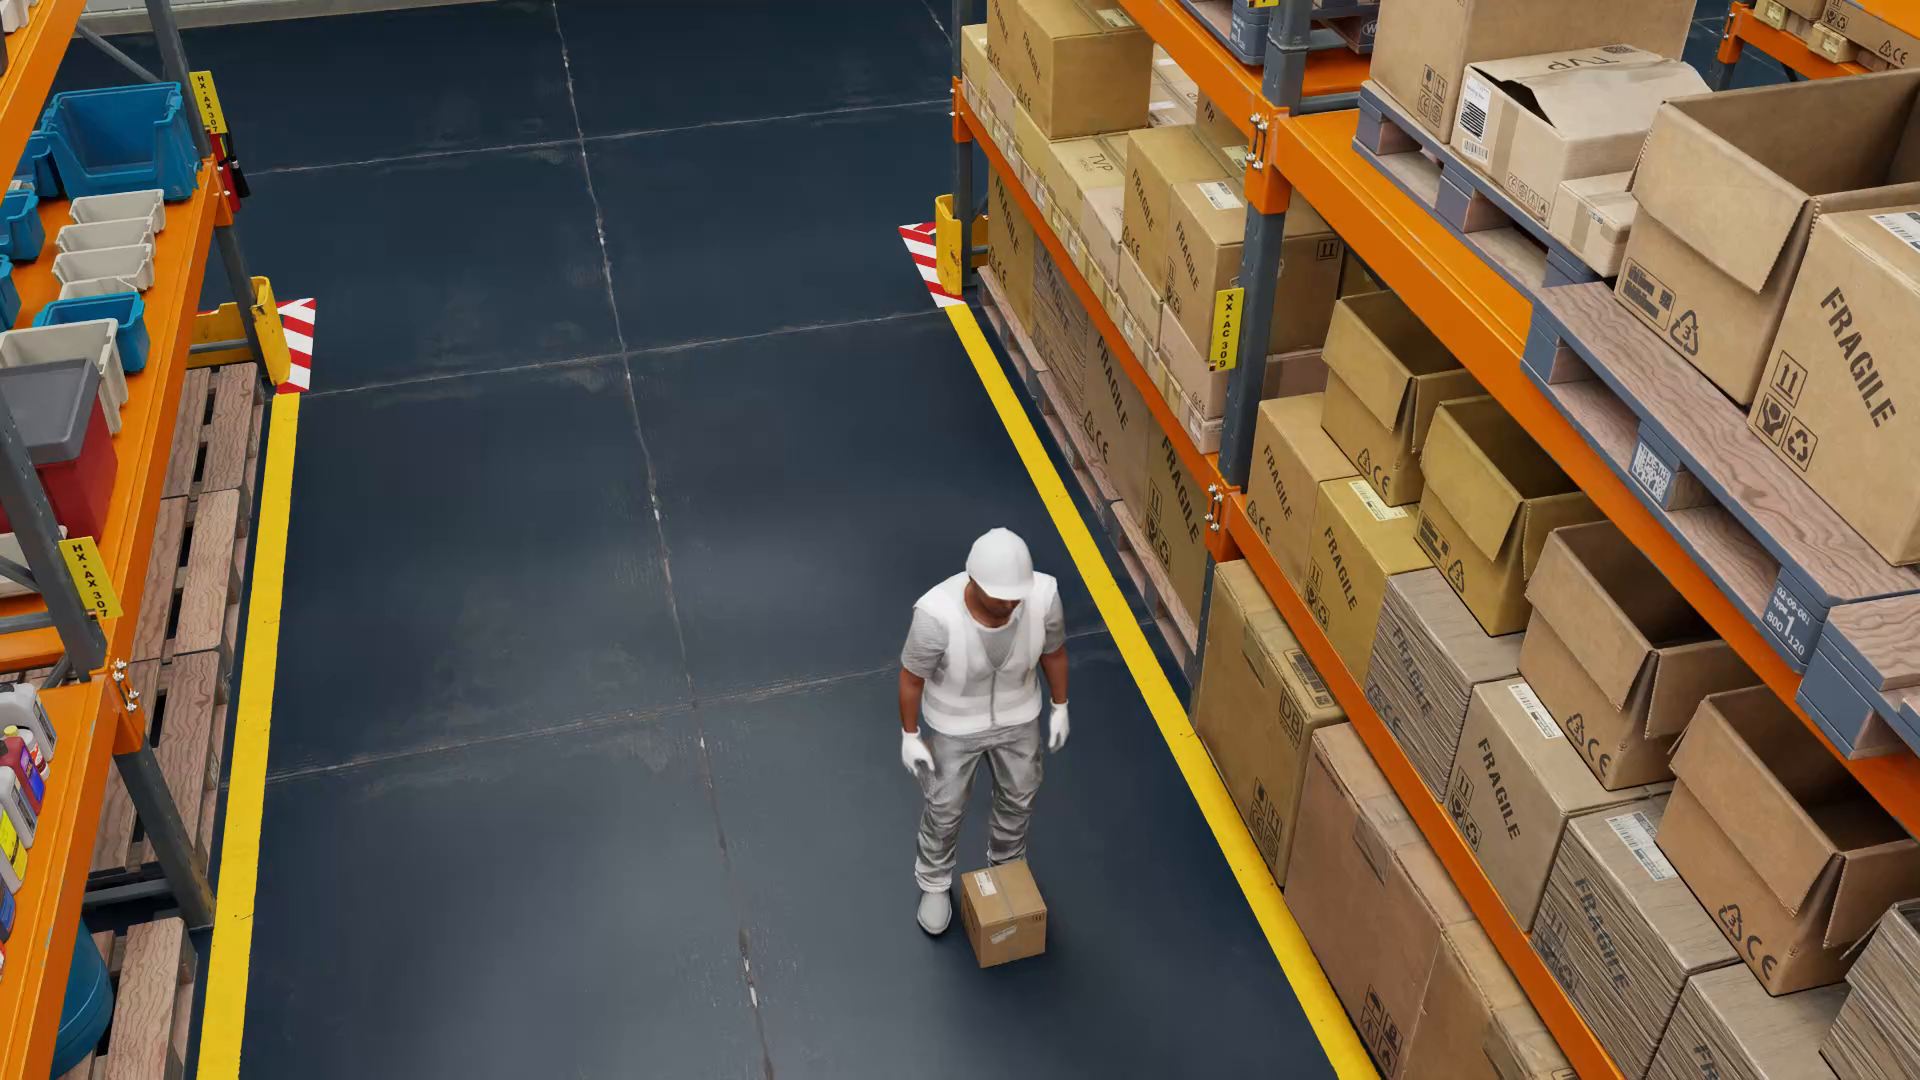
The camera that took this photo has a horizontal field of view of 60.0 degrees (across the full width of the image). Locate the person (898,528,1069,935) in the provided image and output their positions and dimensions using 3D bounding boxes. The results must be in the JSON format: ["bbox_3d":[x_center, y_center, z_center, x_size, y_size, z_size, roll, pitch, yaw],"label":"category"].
[{"bbox_3d":[0.090,0.652,5.867,0.624,1.774,0.454,-10,39,-12],"label":"person"}]
